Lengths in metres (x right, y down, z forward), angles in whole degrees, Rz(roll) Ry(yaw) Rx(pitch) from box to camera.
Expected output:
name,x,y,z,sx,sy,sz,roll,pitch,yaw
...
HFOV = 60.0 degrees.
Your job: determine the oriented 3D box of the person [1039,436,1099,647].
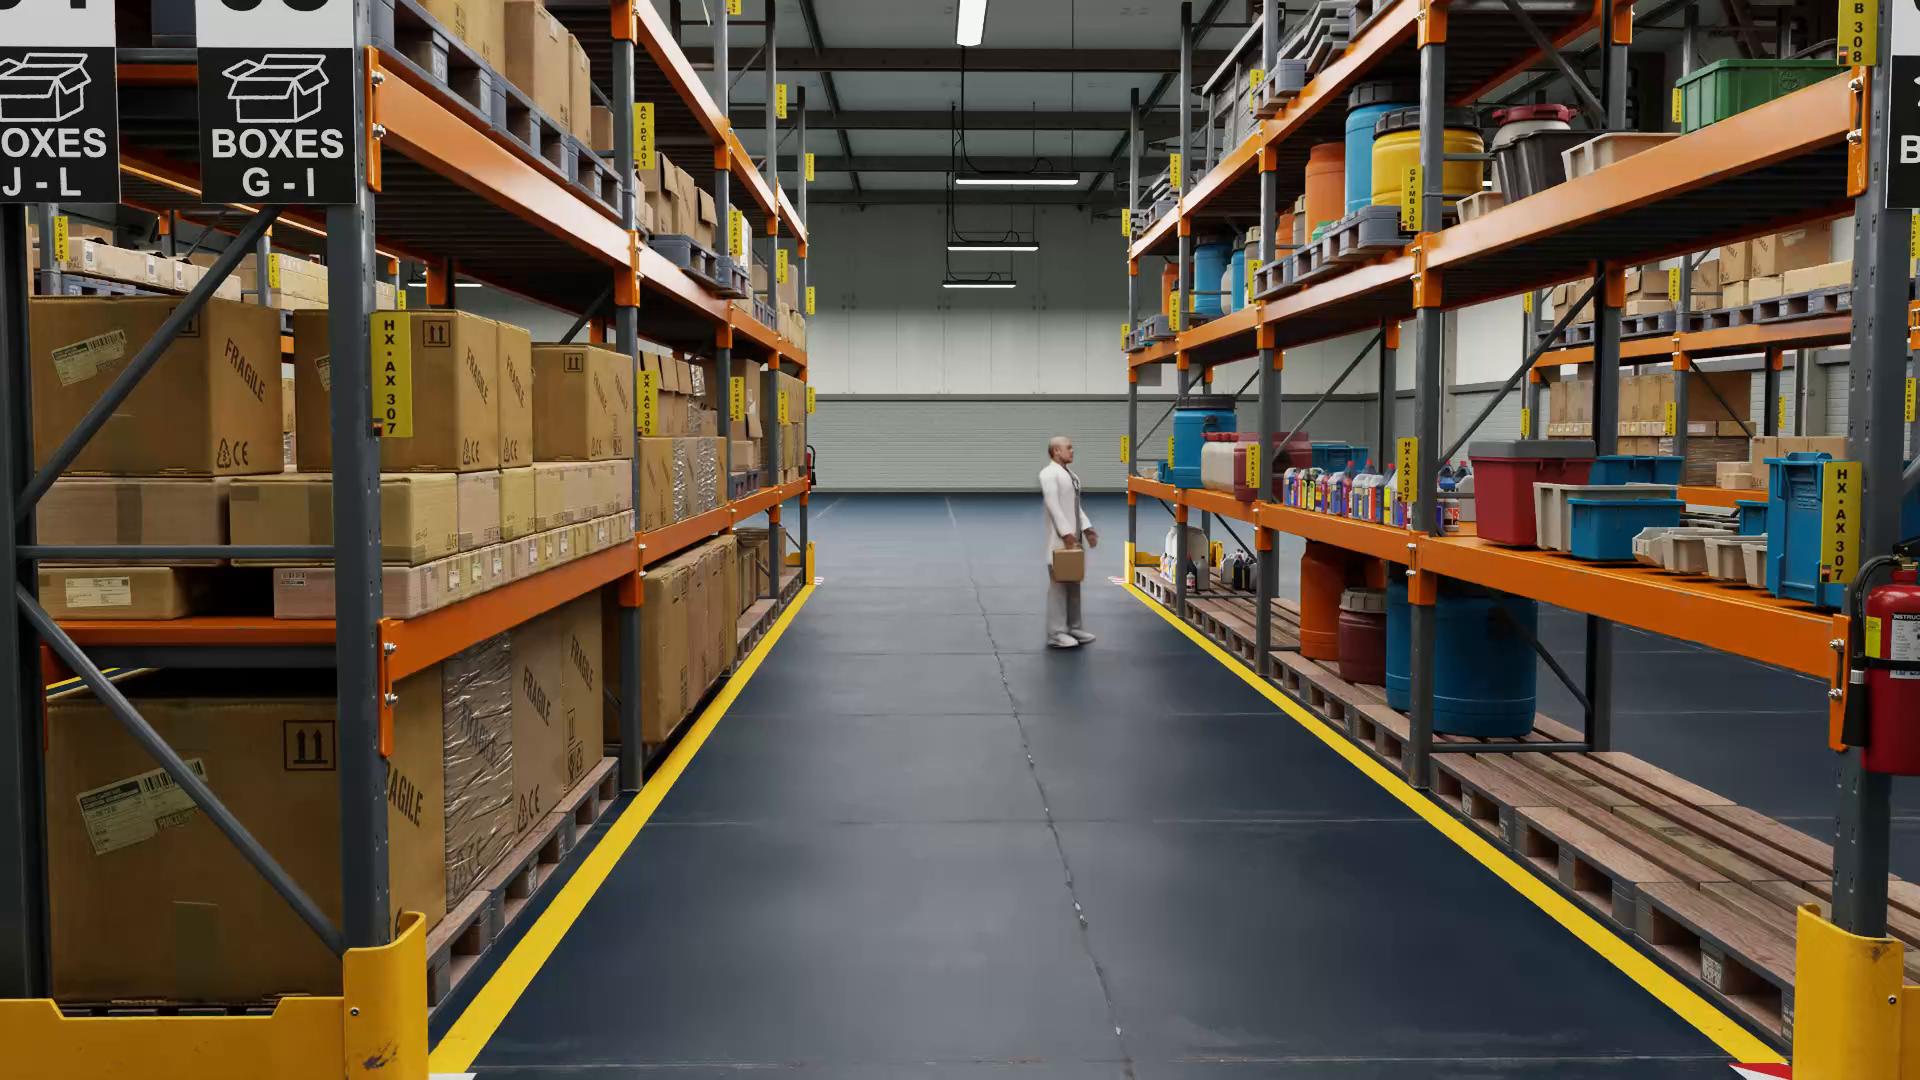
name,x,y,z,sx,sy,sz,roll,pitch,yaw
person,0.935,0.003,14.350,0.451,1.790,0.621,2,4,24
